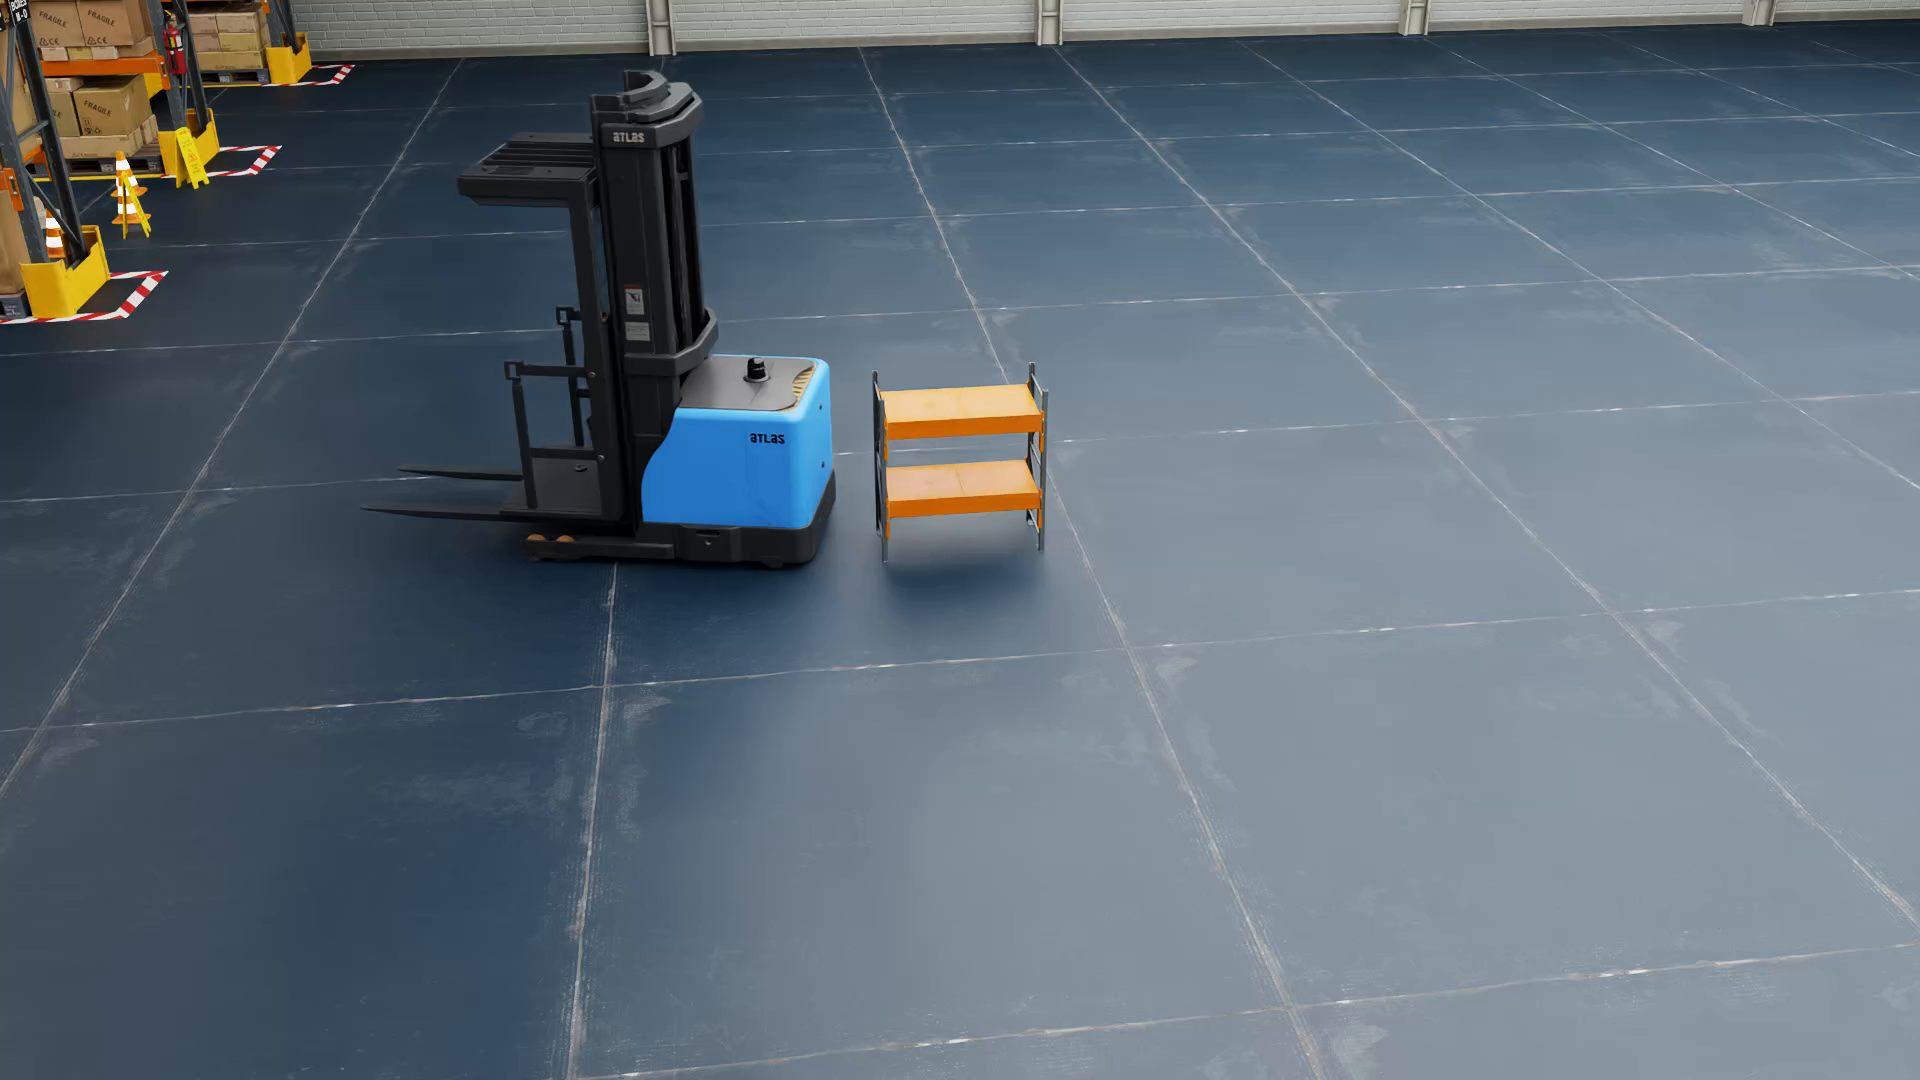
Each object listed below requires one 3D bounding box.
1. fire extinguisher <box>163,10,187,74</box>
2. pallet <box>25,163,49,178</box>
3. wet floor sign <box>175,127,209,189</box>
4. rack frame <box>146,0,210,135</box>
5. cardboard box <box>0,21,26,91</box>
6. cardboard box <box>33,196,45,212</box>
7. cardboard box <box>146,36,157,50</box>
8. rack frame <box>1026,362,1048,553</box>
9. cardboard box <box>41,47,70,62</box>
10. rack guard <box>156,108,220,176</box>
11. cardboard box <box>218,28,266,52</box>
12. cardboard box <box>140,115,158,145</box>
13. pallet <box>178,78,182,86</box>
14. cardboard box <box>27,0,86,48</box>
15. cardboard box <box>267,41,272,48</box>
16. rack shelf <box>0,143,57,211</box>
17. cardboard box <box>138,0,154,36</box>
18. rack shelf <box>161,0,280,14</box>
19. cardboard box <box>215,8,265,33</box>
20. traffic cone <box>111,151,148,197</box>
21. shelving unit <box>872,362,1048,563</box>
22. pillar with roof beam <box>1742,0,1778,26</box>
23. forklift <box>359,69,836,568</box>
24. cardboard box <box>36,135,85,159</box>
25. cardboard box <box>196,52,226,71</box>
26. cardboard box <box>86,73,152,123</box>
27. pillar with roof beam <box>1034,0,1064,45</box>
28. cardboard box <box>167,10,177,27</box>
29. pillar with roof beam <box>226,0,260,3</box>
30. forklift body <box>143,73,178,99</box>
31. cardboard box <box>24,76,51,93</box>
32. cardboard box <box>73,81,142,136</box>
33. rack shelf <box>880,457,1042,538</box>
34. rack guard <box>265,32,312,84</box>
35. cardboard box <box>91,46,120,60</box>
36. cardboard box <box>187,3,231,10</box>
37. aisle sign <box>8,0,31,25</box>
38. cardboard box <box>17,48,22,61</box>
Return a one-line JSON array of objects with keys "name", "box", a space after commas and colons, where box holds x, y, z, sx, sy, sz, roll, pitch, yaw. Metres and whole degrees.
[{"name": "fire extinguisher", "box": [-8.802, -5.566, 18.599, 0.183, 0.674, 0.296, -4, 27, -7]}, {"name": "pallet", "box": [-11.070, -4.444, 19.382, 1.213, 0.211, 1.003, -4, 27, -7]}, {"name": "wet floor sign", "box": [-8.643, -4.282, 18.591, 0.232, 0.644, 0.267, 6, 28, 11]}, {"name": "rack frame", "box": [-8.980, -5.801, 18.973, 0.127, 3.000, 1.000, -4, 27, -7]}, {"name": "cardboard box", "box": [-8.563, -4.111, 14.332, 0.550, 0.550, 0.875, -4, 27, -7]}, {"name": "cardboard box", "box": [-9.996, -3.536, 17.682, 0.250, 0.149, 0.380, 10, 29, 19]}, {"name": "cardboard box", "box": [-9.345, -5.762, 19.171, 0.250, 0.149, 0.380, -4, 27, -7]}, {"name": "rack frame", "box": [0.497, -0.532, 10.758, 0.032, 1.125, 0.500, -4, 27, -7]}, {"name": "cardboard box", "box": [-10.063, -5.466, 18.595, 0.250, 0.149, 0.380, -3, 27, -6]}, {"name": "rack guard", "box": [-9.055, -4.684, 19.534, 0.348, 0.500, 1.175, -4, 27, -7]}, {"name": "cardboard box", "box": [-10.114, -7.059, 23.428, 0.500, 0.250, 0.500, -4, 27, -8]}, {"name": "cardboard box", "box": [-9.817, -4.839, 19.649, 0.500, 0.250, 0.500, -4, 27, -8]}, {"name": "pallet", "box": [-11.632, -6.661, 23.702, 1.213, 0.211, 1.003, -4, 27, -7]}, {"name": "cardboard box", "box": [-9.975, -5.789, 18.514, 0.500, 0.500, 0.500, -4, 27, -7]}, {"name": "cardboard box", "box": [-10.189, -7.066, 23.989, 0.500, 0.250, 0.500, -4, 27, -7]}, {"name": "rack shelf", "box": [-10.171, -3.123, 14.541, 4.000, 0.370, 1.077, -4, 27, -7]}, {"name": "cardboard box", "box": [-9.488, -6.073, 19.068, 0.500, 0.500, 0.500, -4, 27, -8]}, {"name": "rack shelf", "box": [-11.656, -7.598, 23.262, 4.000, 0.370, 1.077, -4, 27, -7]}, {"name": "cardboard box", "box": [-10.088, -7.283, 23.318, 0.500, 0.250, 0.500, -3, 27, -5]}, {"name": "traffic cone", "box": [-9.226, -4.062, 18.362, 0.334, 0.463, 0.336, -4, 27, -7]}, {"name": "shelving unit", "box": [-0.007, -0.500, 10.695, 1.048, 1.125, 0.538, -4, 27, -7]}, {"name": "pillar with roof beam", "box": [13.876, -10.658, 21.866, 0.400, 9.000, 9.100, -4, 27, -7]}, {"name": "forklift", "box": [-2.397, -1.398, 10.467, 3.031, 2.935, 1.130, 3, 27, 5]}, {"name": "cardboard box", "box": [-10.257, -4.562, 19.110, 0.500, 0.250, 0.500, -4, 27, -7]}, {"name": "cardboard box", "box": [-10.590, -6.808, 23.488, 0.500, 0.250, 0.500, -4, 27, -7]}, {"name": "cardboard box", "box": [-9.841, -5.170, 19.474, 0.500, 0.500, 0.500, -5, 28, -9]}, {"name": "pillar with roof beam", "box": [1.993, -9.894, 20.379, 0.400, 9.000, 9.100, -4, 27, -7]}, {"name": "cardboard box", "box": [-11.091, -7.211, 23.178, 0.500, 0.250, 0.500, -3, 27, -6]}, {"name": "pillar with roof beam", "box": [-9.890, -9.131, 18.891, 0.400, 9.000, 9.100, -4, 27, -7]}, {"name": "forklift body", "box": [-11.299, -6.722, 21.697, 1.214, 2.155, 2.313, -4, 27, -7]}, {"name": "cardboard box", "box": [-10.340, -5.150, 18.724, 0.250, 0.149, 0.380, -3, 27, -6]}, {"name": "cardboard box", "box": [-9.737, -4.930, 19.005, 0.500, 0.500, 0.500, -4, 27, -7]}, {"name": "rack shelf", "box": [-0.007, -0.282, 10.806, 1.000, 0.278, 0.538, -4, 27, -7]}, {"name": "rack guard", "box": [-9.651, -6.934, 23.919, 0.348, 0.500, 1.175, -4, 27, -7]}, {"name": "cardboard box", "box": [-9.556, -5.503, 18.666, 0.250, 0.149, 0.380, -4, 27, -8]}, {"name": "cardboard box", "box": [-10.672, -7.475, 23.691, 0.500, 0.250, 0.500, -4, 27, -7]}, {"name": "aisle sign", "box": [-8.162, -4.867, 14.304, 0.004, 0.787, 0.394, -4, 27, -7]}, {"name": "cardboard box", "box": [-10.577, -5.456, 18.575, 0.250, 0.149, 0.380, -4, 27, -8]}]
